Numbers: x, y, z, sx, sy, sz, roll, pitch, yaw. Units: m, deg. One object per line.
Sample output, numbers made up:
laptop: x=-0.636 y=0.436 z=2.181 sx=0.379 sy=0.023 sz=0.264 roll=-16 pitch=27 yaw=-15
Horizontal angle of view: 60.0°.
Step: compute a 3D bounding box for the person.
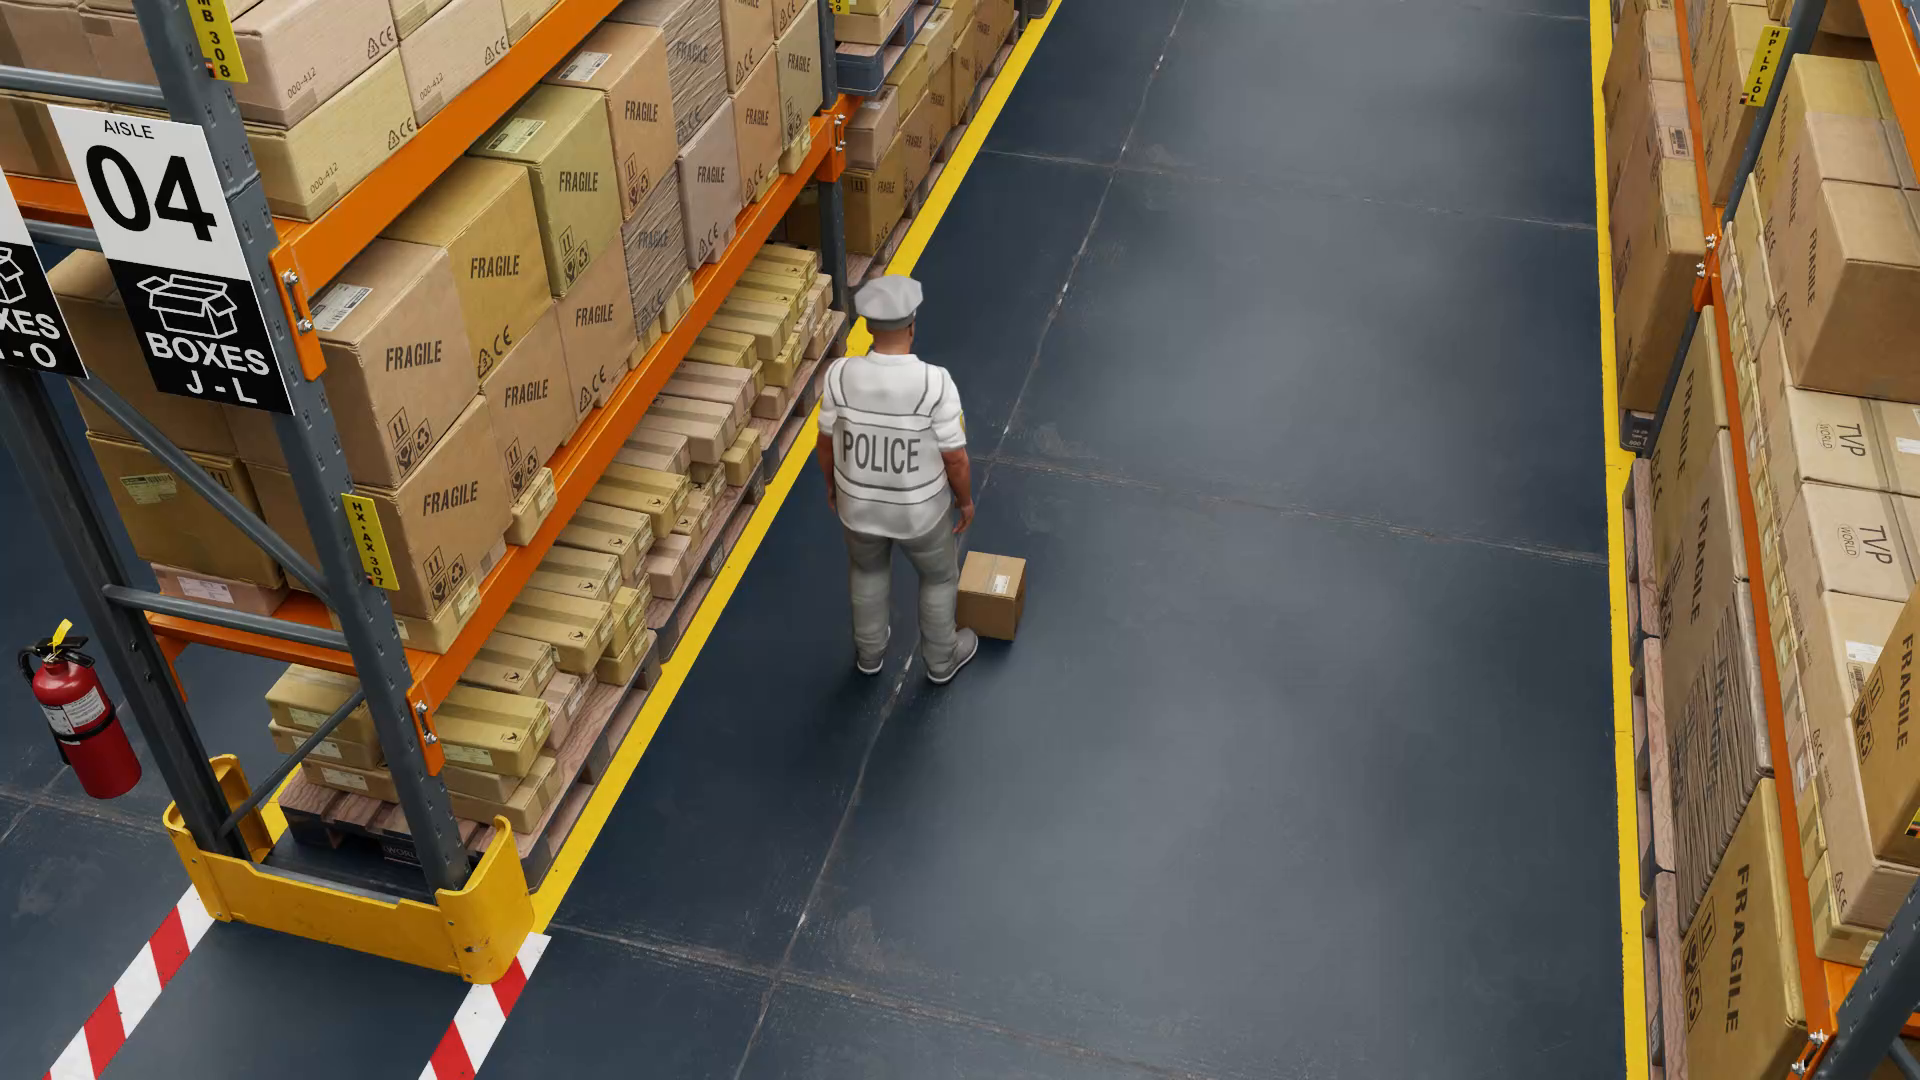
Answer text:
person: x=-0.243 y=-0.158 z=6.335 sx=0.587 sy=1.748 sz=0.435 roll=9 pitch=42 yaw=10
